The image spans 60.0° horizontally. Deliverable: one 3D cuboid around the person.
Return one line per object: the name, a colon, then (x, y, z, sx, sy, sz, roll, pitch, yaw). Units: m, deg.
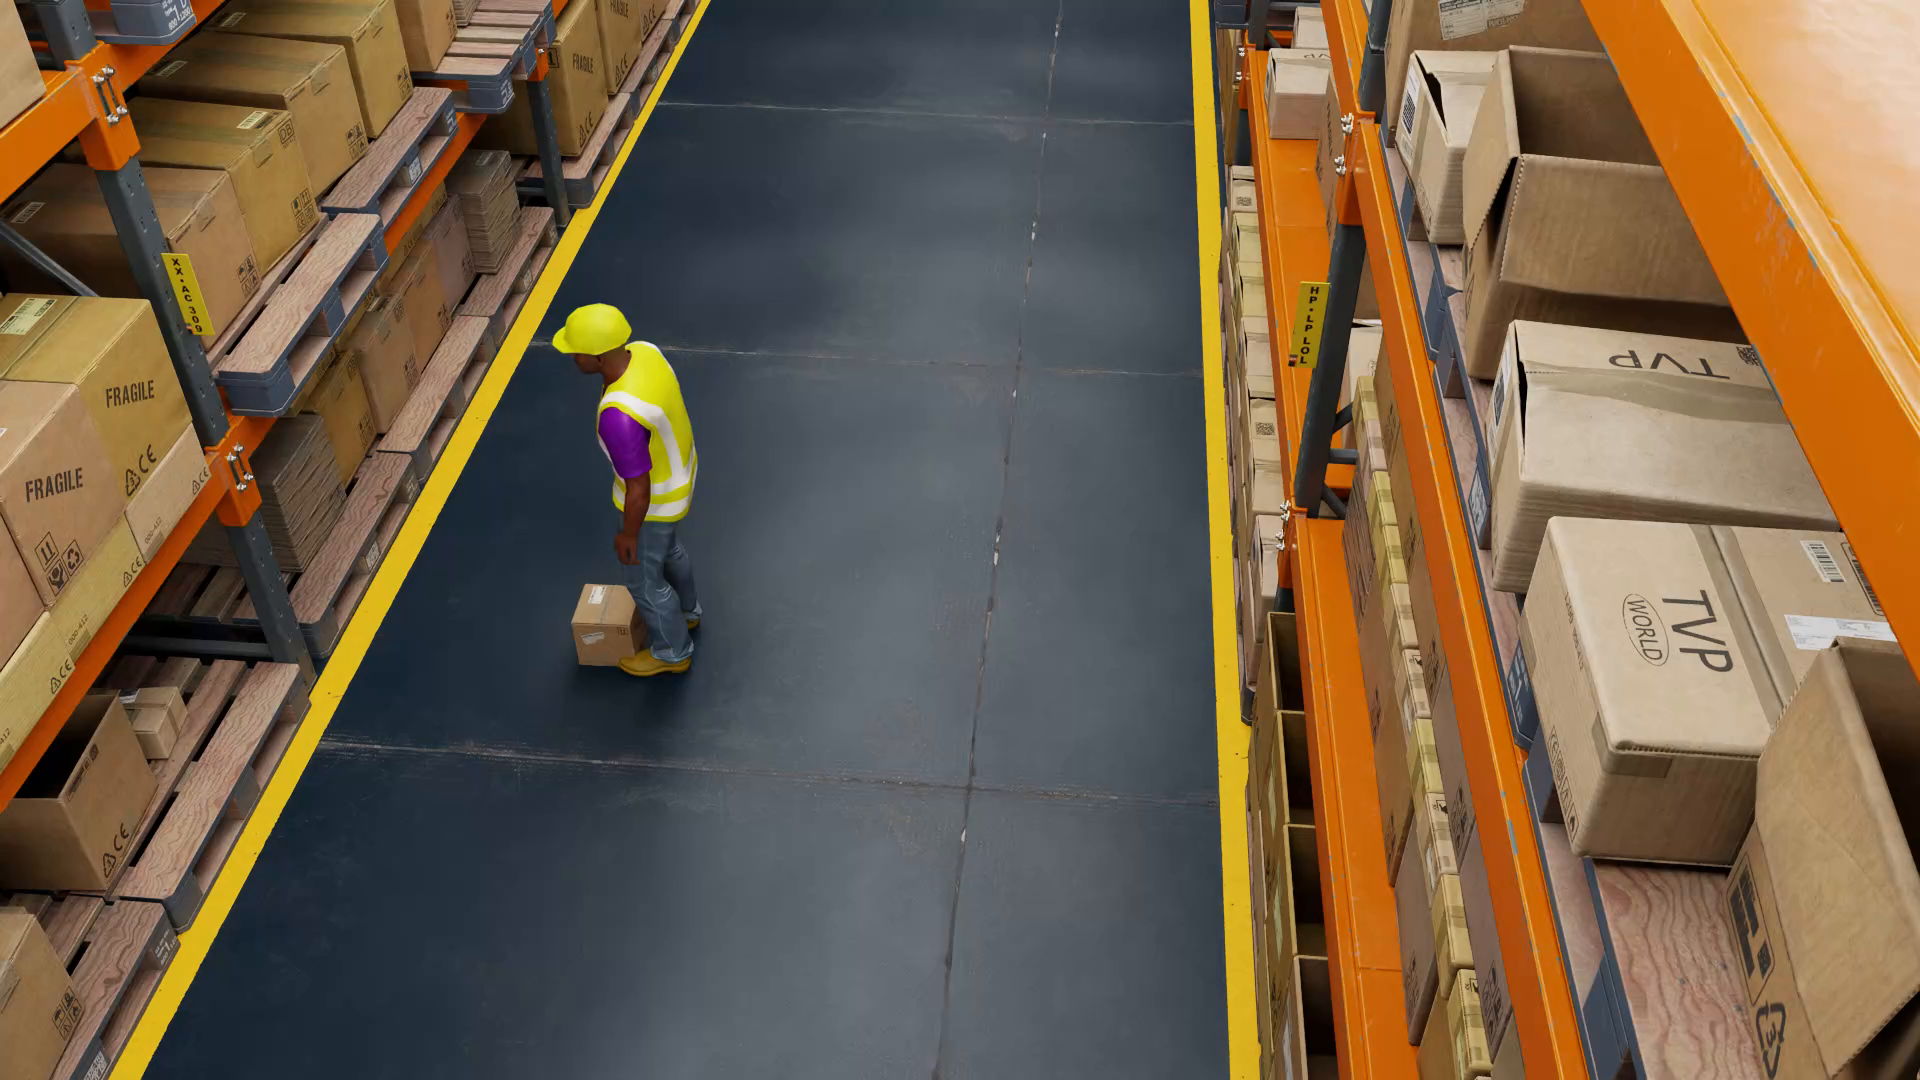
person: (-1.283, -0.197, 6.672, 0.461, 1.759, 0.634, 1, 40, 1)
